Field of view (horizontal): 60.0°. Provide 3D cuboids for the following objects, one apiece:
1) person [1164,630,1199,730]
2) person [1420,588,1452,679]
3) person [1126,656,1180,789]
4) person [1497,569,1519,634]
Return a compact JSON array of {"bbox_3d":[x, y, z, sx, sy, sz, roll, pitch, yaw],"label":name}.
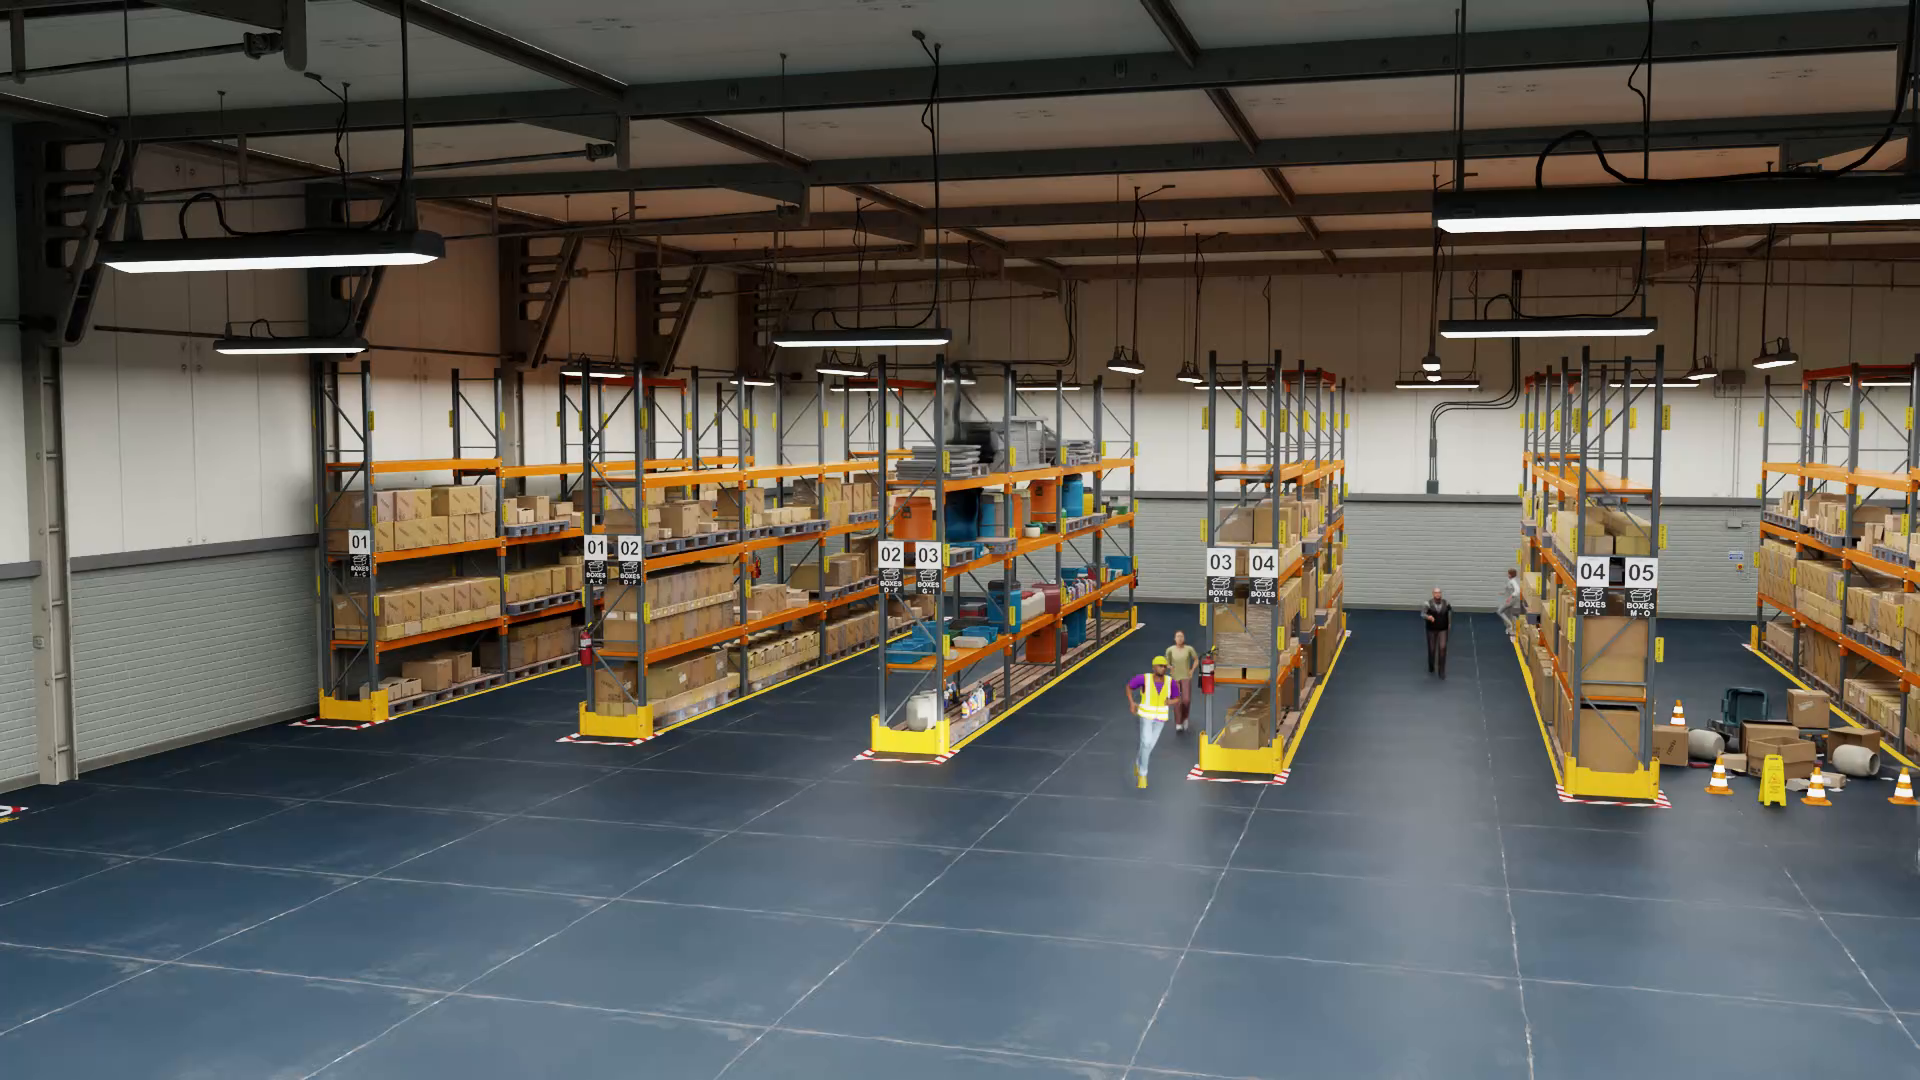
[{"bbox_3d":[3.548,2.261,26.763,0.568,1.628,0.543,1,4,9],"label":"person"},{"bbox_3d":[9.354,1.801,32.673,0.610,1.754,0.889,1,4,15],"label":"person"},{"bbox_3d":[2.695,2.490,23.064,0.713,1.791,0.858,-1,4,-13],"label":"person"},{"bbox_3d":[12.841,1.450,38.878,0.565,1.548,0.615,1,4,20],"label":"person"}]
